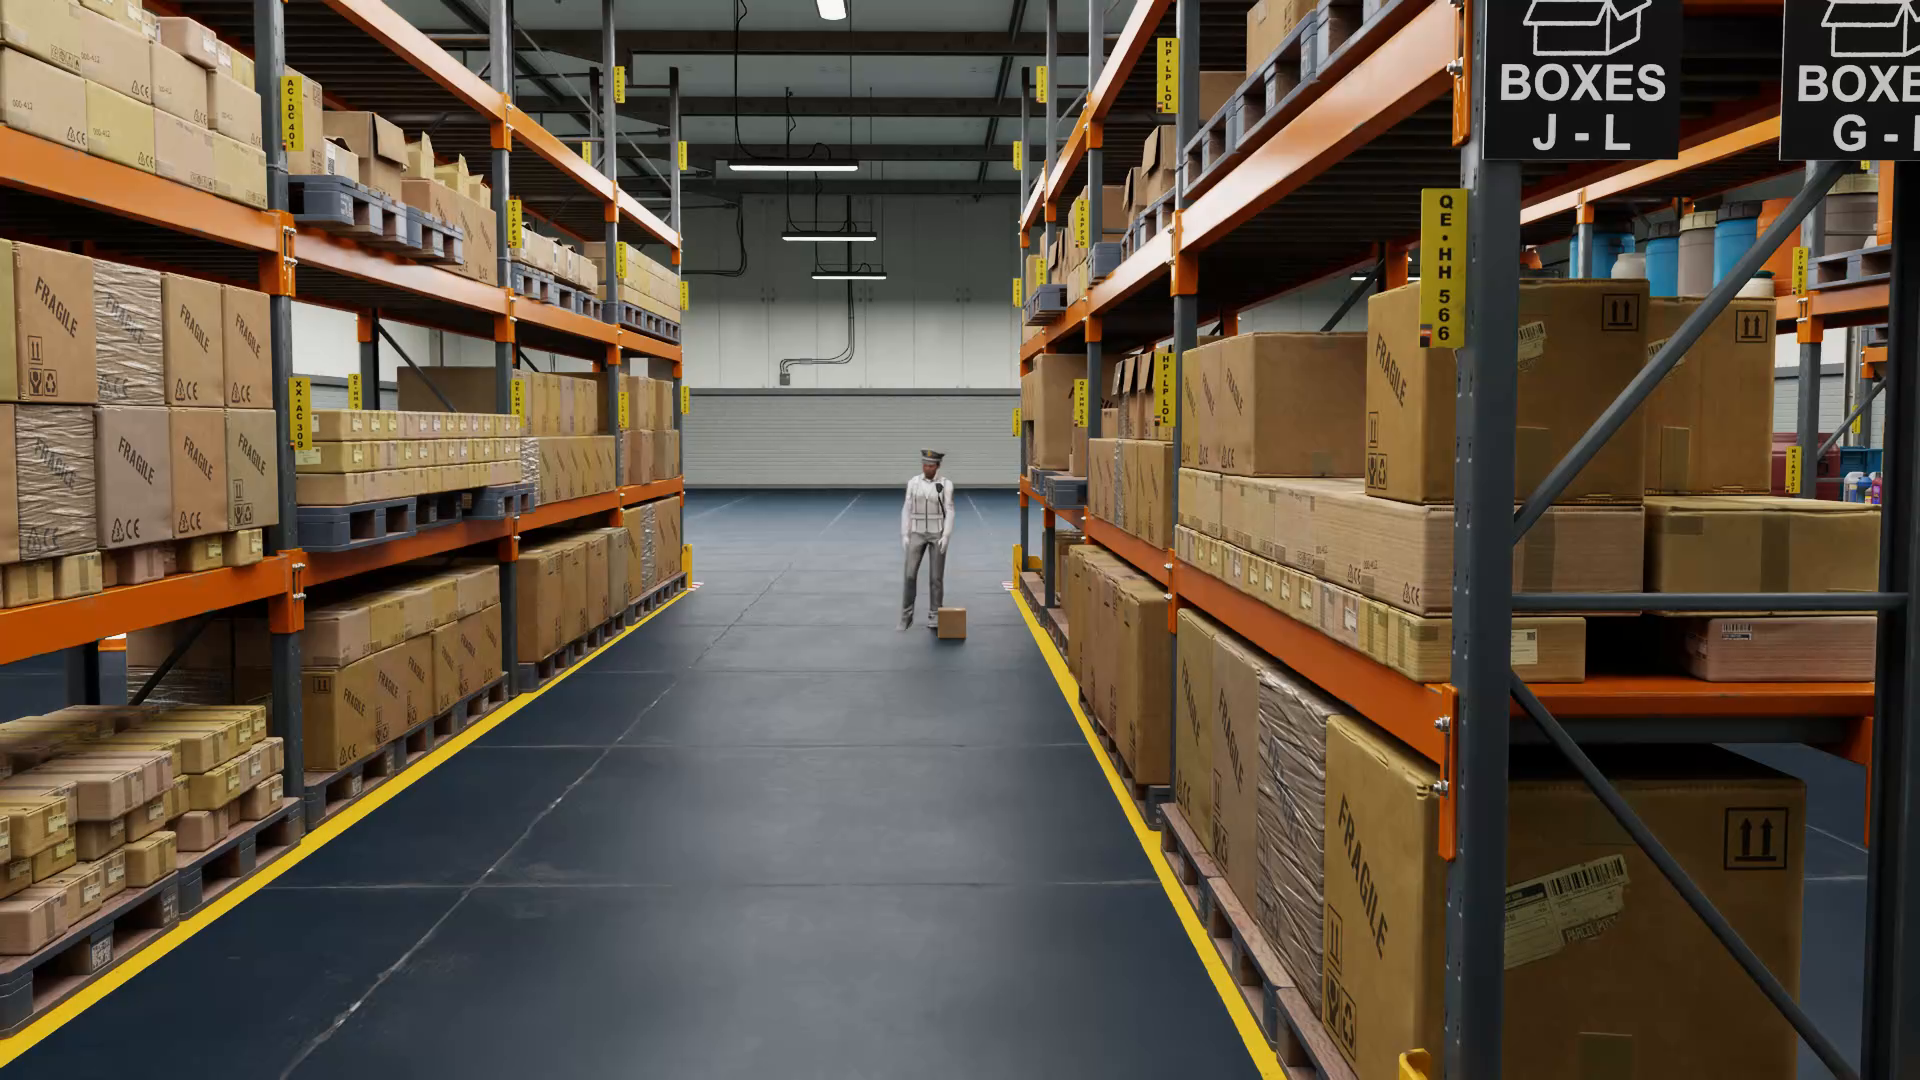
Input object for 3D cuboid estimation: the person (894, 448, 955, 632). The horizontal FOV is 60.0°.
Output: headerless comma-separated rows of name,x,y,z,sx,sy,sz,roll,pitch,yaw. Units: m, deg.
person,-0.323,0.015,15.387,0.547,1.719,0.408,0,4,6
